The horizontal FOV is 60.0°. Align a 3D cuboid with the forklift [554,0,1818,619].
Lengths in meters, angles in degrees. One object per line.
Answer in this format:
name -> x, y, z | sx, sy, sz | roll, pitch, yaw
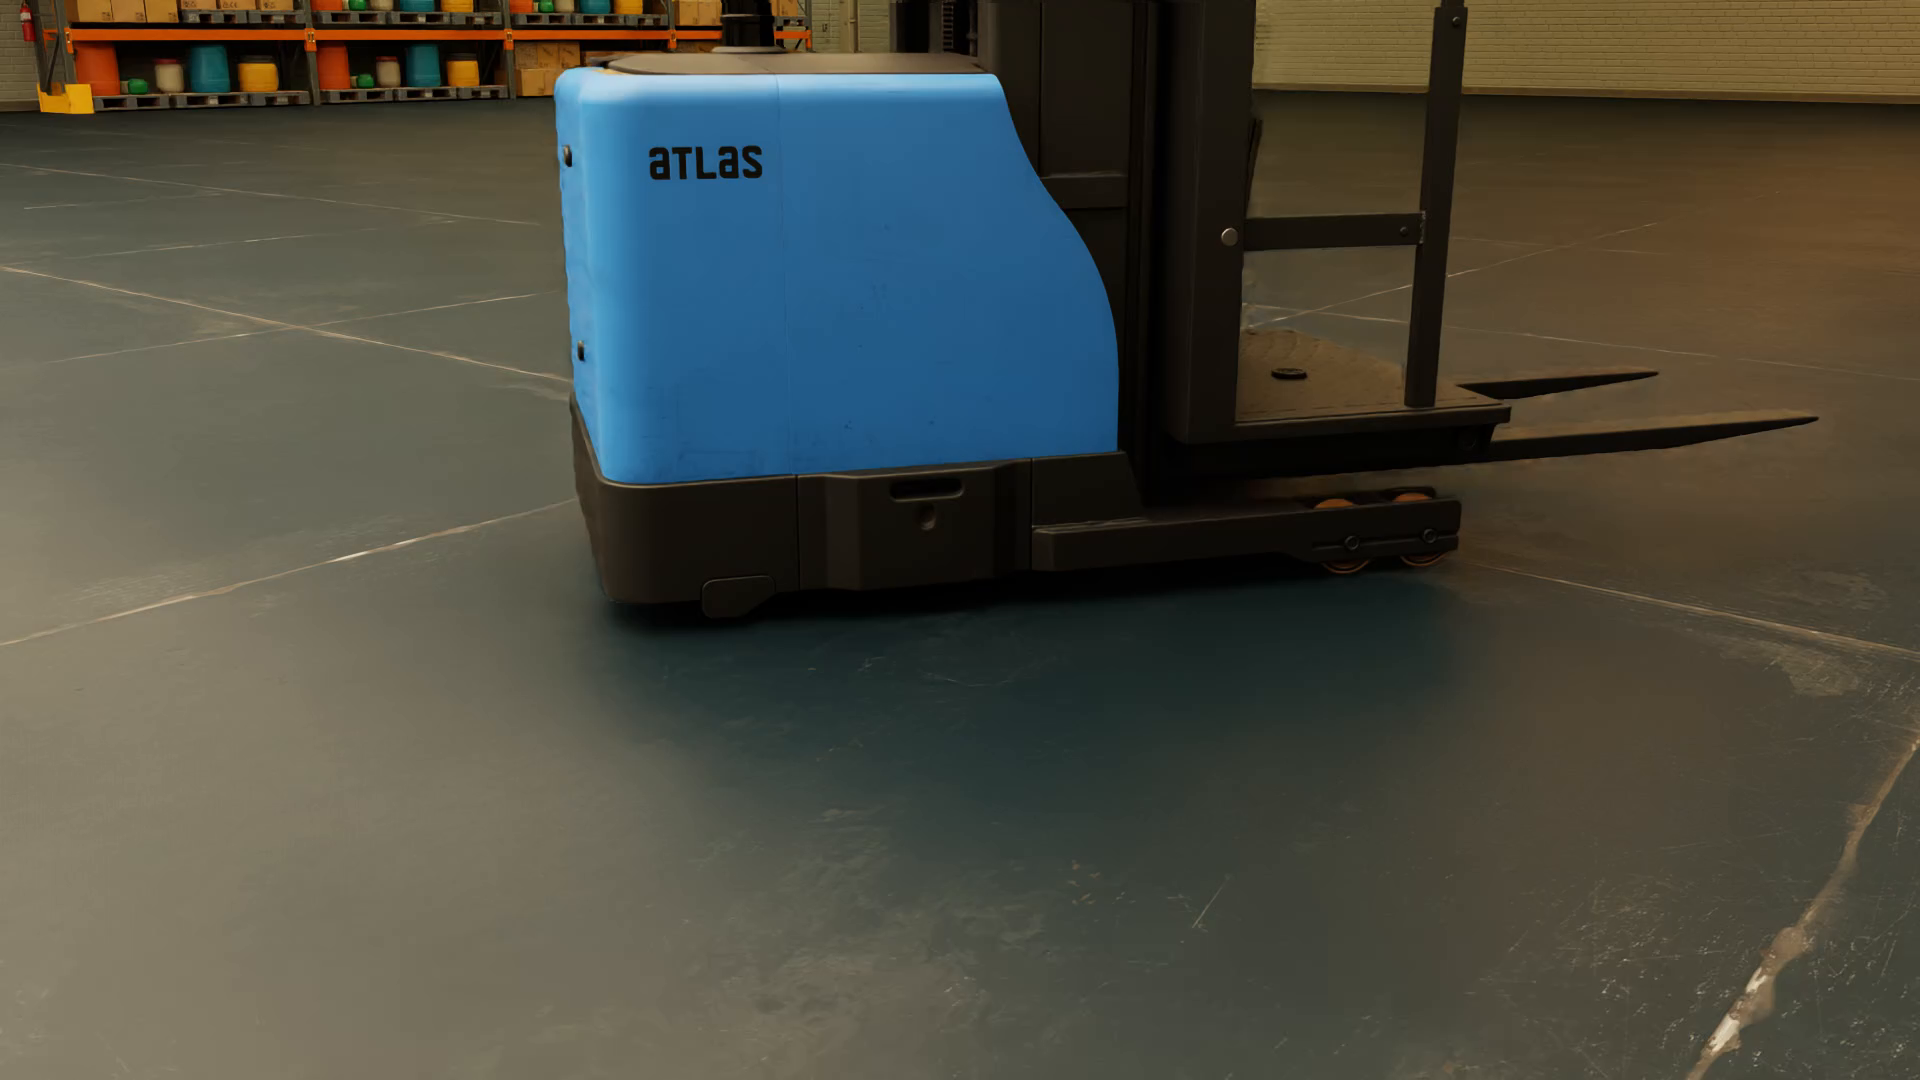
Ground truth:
forklift -> 0.621, -1.468, 3.733 | 3.031, 2.935, 1.130 | -5, 18, -16
